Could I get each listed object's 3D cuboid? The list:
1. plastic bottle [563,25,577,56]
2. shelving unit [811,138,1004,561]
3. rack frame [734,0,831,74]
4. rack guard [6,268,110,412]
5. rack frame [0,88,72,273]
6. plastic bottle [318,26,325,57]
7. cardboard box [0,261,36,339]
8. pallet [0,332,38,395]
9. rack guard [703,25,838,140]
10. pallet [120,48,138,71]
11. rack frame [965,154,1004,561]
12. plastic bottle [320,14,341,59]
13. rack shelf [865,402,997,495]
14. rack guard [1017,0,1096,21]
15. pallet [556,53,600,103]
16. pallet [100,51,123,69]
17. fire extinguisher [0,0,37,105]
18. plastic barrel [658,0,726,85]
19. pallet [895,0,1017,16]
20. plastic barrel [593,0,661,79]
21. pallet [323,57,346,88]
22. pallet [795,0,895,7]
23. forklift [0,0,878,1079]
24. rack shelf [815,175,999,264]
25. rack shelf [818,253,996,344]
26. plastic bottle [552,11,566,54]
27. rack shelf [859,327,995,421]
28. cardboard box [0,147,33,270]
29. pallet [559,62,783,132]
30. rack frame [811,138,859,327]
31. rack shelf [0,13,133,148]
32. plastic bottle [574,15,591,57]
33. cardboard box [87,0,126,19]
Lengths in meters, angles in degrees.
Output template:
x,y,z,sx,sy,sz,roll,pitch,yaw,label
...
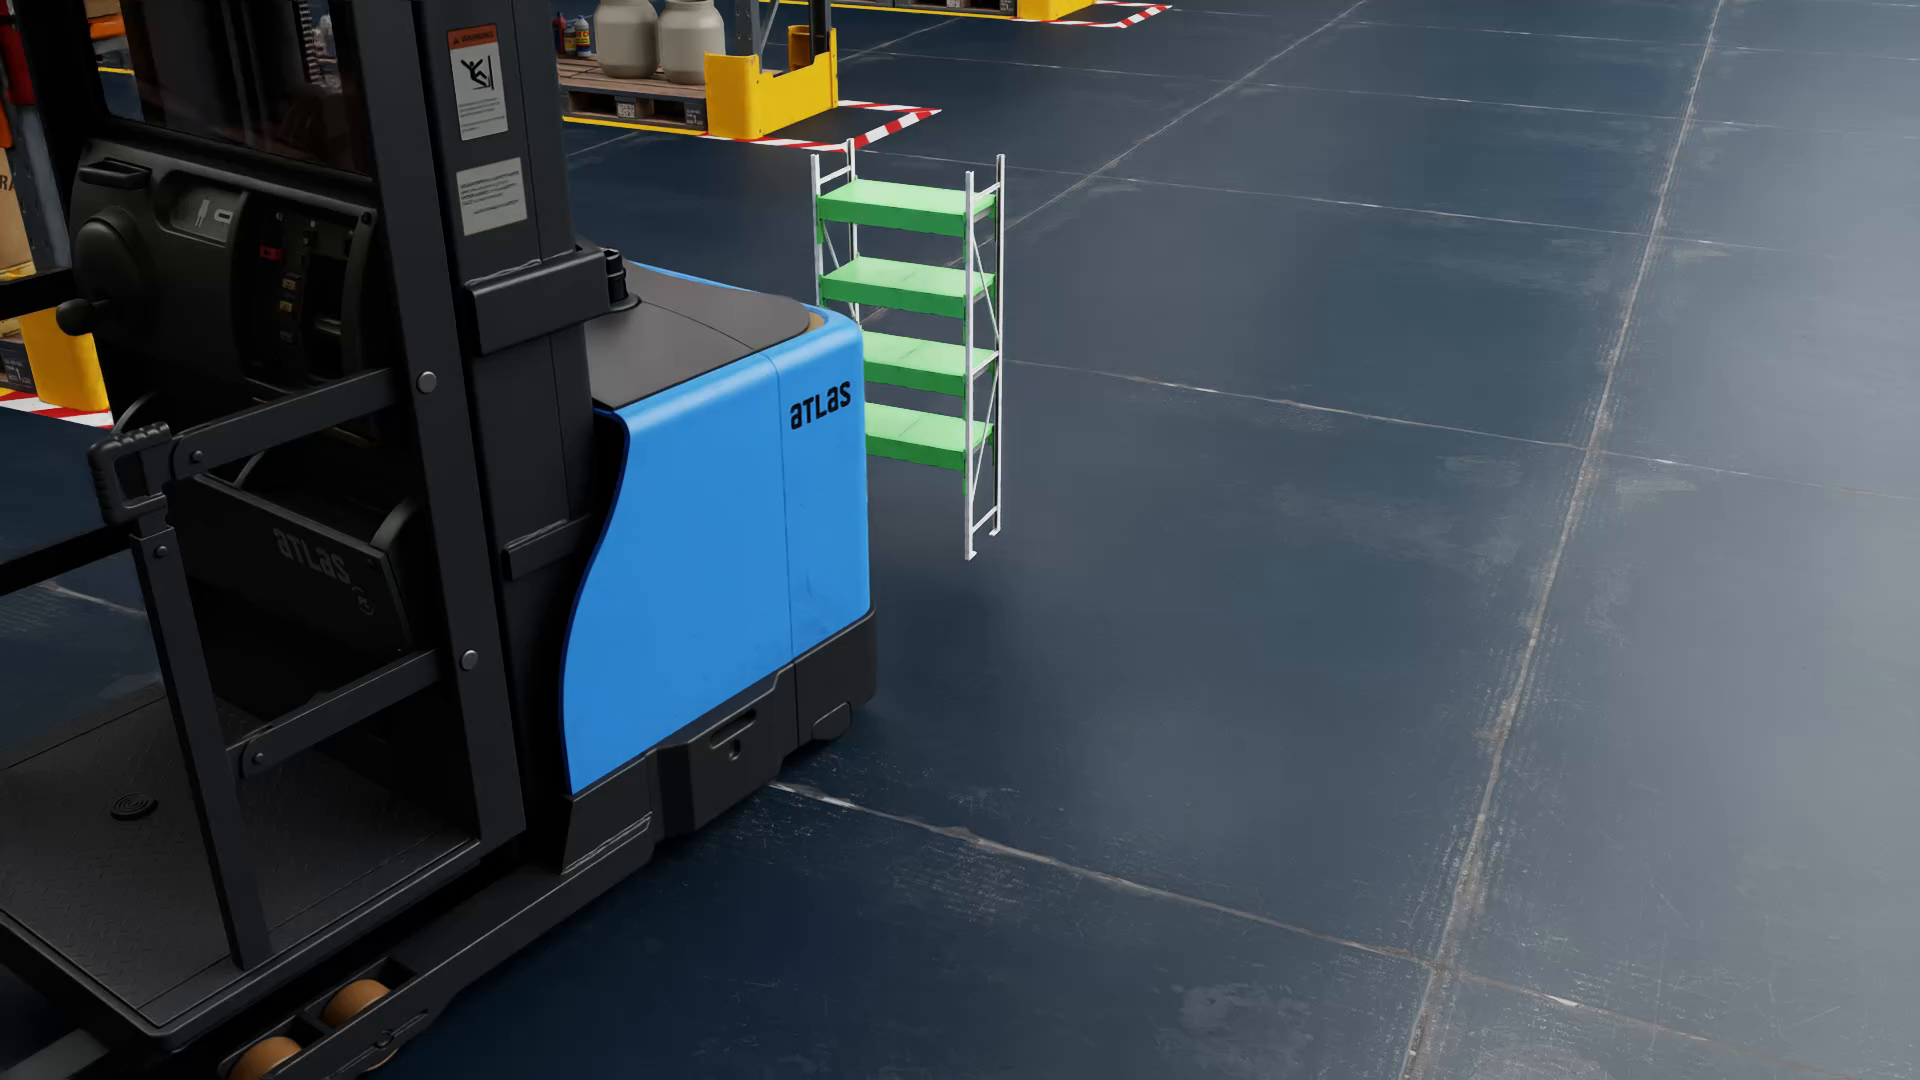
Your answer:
x,y,z,sx,sy,sz,roll,pitch,yaw,label
-2.722,-3.495,11.624,0.097,0.201,0.097,0,26,0,plastic bottle
-0.151,-0.569,5.046,0.503,1.200,0.258,11,28,22,shelving unit
-1.107,-4.078,10.137,0.127,3.000,1.000,11,28,22,rack frame
-3.139,-0.961,6.636,0.348,0.500,1.175,11,28,22,rack guard
-3.160,-2.087,6.093,0.127,3.000,1.000,11,28,22,rack frame
-4.454,-3.479,11.591,0.097,0.201,0.097,0,26,0,plastic bottle
-3.771,-1.021,6.565,0.500,0.250,0.500,11,28,22,cardboard box
-3.874,-0.959,6.958,1.213,0.211,1.003,11,28,22,pallet
-1.195,-2.951,10.679,0.348,0.500,1.175,11,28,22,rack guard
-5.479,-3.686,12.498,1.213,0.211,1.003,11,28,22,pallet
0.071,-0.524,4.956,0.015,1.200,0.240,11,28,22,rack frame
-4.334,-3.502,11.552,0.135,0.276,0.152,12,29,24,plastic bottle
-0.151,-0.296,5.181,0.480,0.148,0.258,11,28,22,rack shelf
0.874,-4.962,14.762,0.348,0.500,1.175,11,28,22,rack guard
-3.039,-3.196,11.503,1.213,0.211,1.003,11,28,22,pallet
-6.593,-3.909,12.950,1.213,0.211,1.003,11,28,22,pallet
-3.245,-1.844,5.686,0.183,0.674,0.296,11,28,22,fire extinguisher
-1.737,-3.240,10.775,0.421,0.512,0.421,0,26,0,plastic barrel
0.150,-4.995,15.156,1.213,0.211,1.003,11,28,22,pallet
-2.194,-3.331,10.962,0.421,0.512,0.421,0,26,0,plastic barrel
-4.154,-3.419,11.955,1.213,0.211,1.003,11,28,22,pallet
-0.957,-5.219,15.611,1.213,0.211,1.003,11,28,22,pallet
-1.488,-0.475,2.897,1.130,2.935,3.031,18,31,32,forklift
-0.151,-0.942,4.863,0.480,0.148,0.258,11,28,22,rack shelf
-0.151,-0.727,4.969,0.480,0.148,0.258,11,28,22,rack shelf
-2.827,-3.562,11.666,0.133,0.283,0.061,12,29,23,plastic bottle
-0.151,-0.511,5.075,0.480,0.148,0.258,11,28,22,rack shelf
-3.772,-1.356,6.398,0.500,0.500,0.500,11,28,22,cardboard box
-1.933,-2.972,11.048,1.213,0.211,1.003,11,28,22,pallet
-0.373,-0.613,5.137,0.015,1.200,0.240,11,28,22,rack frame
-4.981,-2.130,6.994,4.000,0.370,1.077,11,28,22,rack shelf
-2.628,-3.508,11.570,0.097,0.271,0.097,0,26,0,plastic bottle
-3.580,-2.222,6.254,0.500,0.500,0.700,11,28,22,cardboard box
